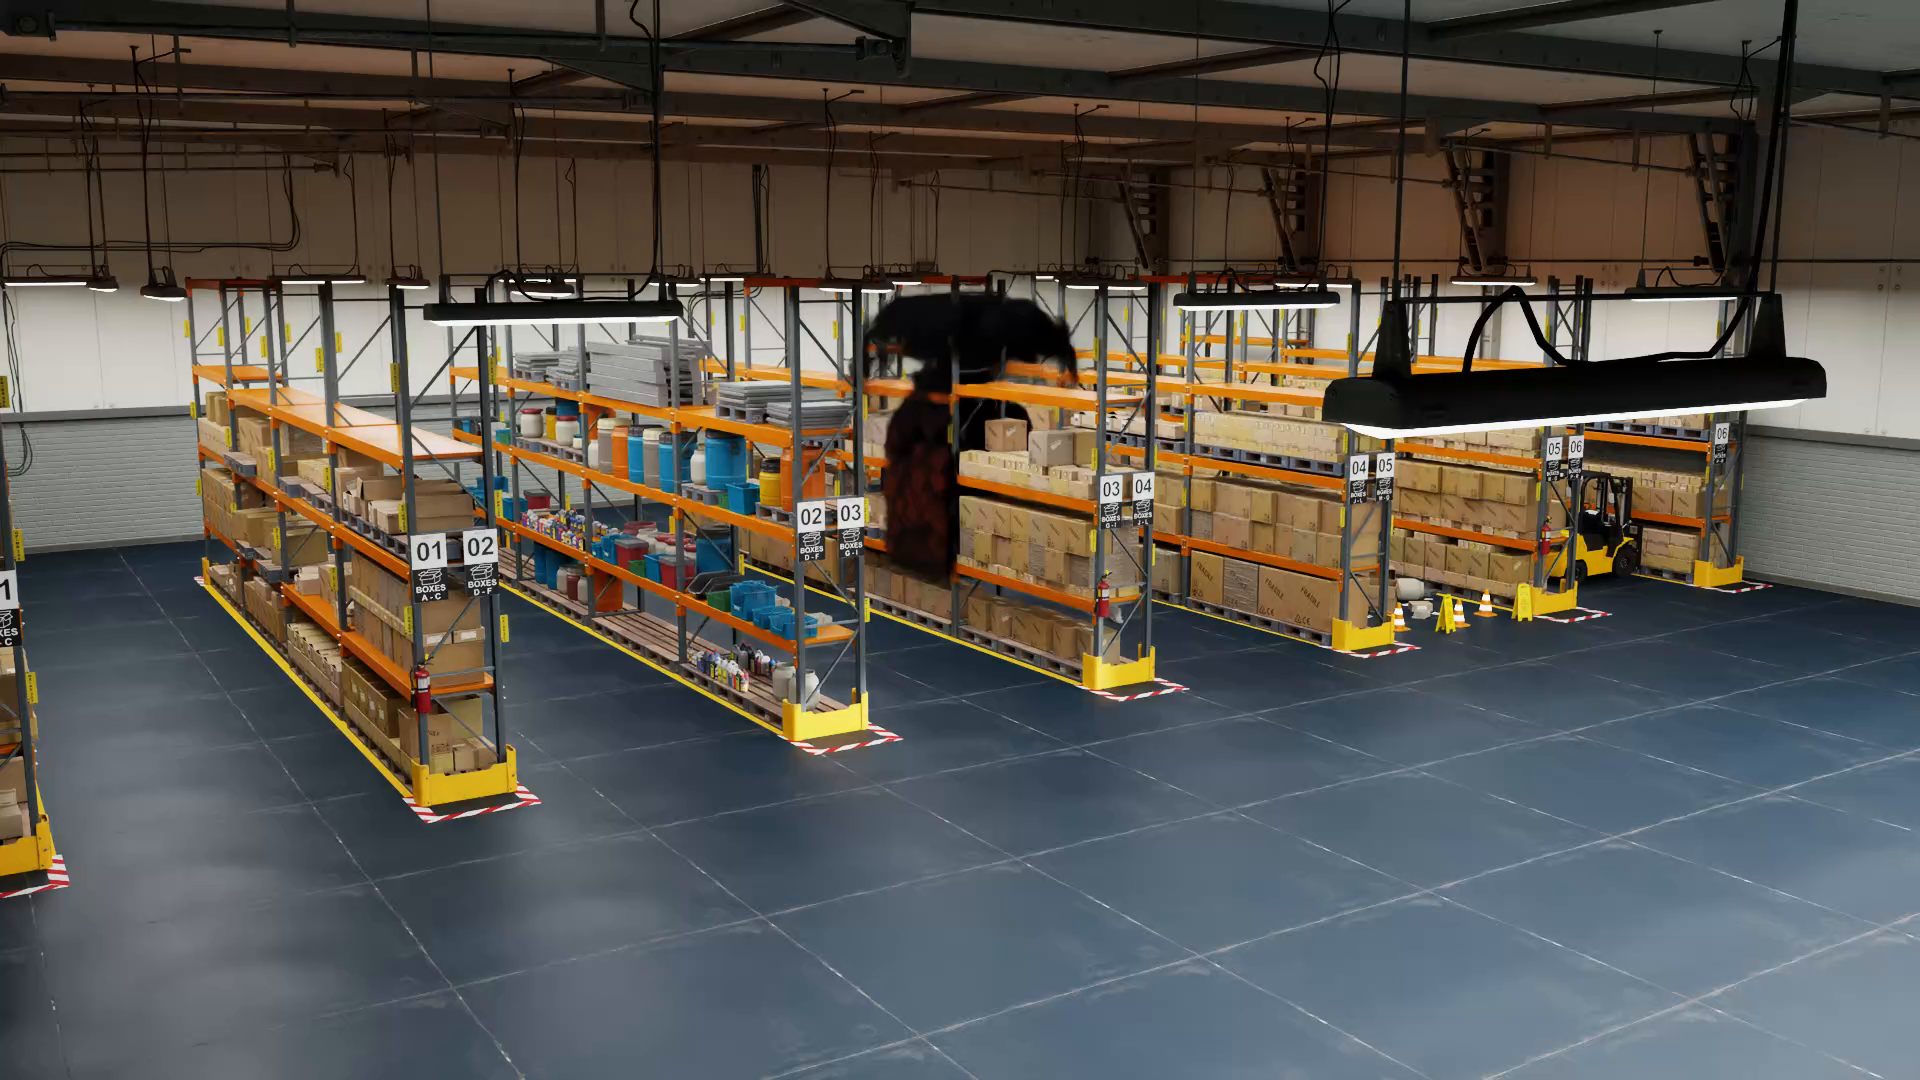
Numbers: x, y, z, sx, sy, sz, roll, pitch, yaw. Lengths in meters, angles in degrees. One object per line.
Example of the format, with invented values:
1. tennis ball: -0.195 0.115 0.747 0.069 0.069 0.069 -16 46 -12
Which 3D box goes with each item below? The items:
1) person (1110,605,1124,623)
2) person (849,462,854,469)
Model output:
1. person: 2.677 0.576 29.460 0.707 1.736 0.742 9 13 44
2. person: -2.654 -1.462 41.699 0.927 1.625 0.586 -3 10 -19
